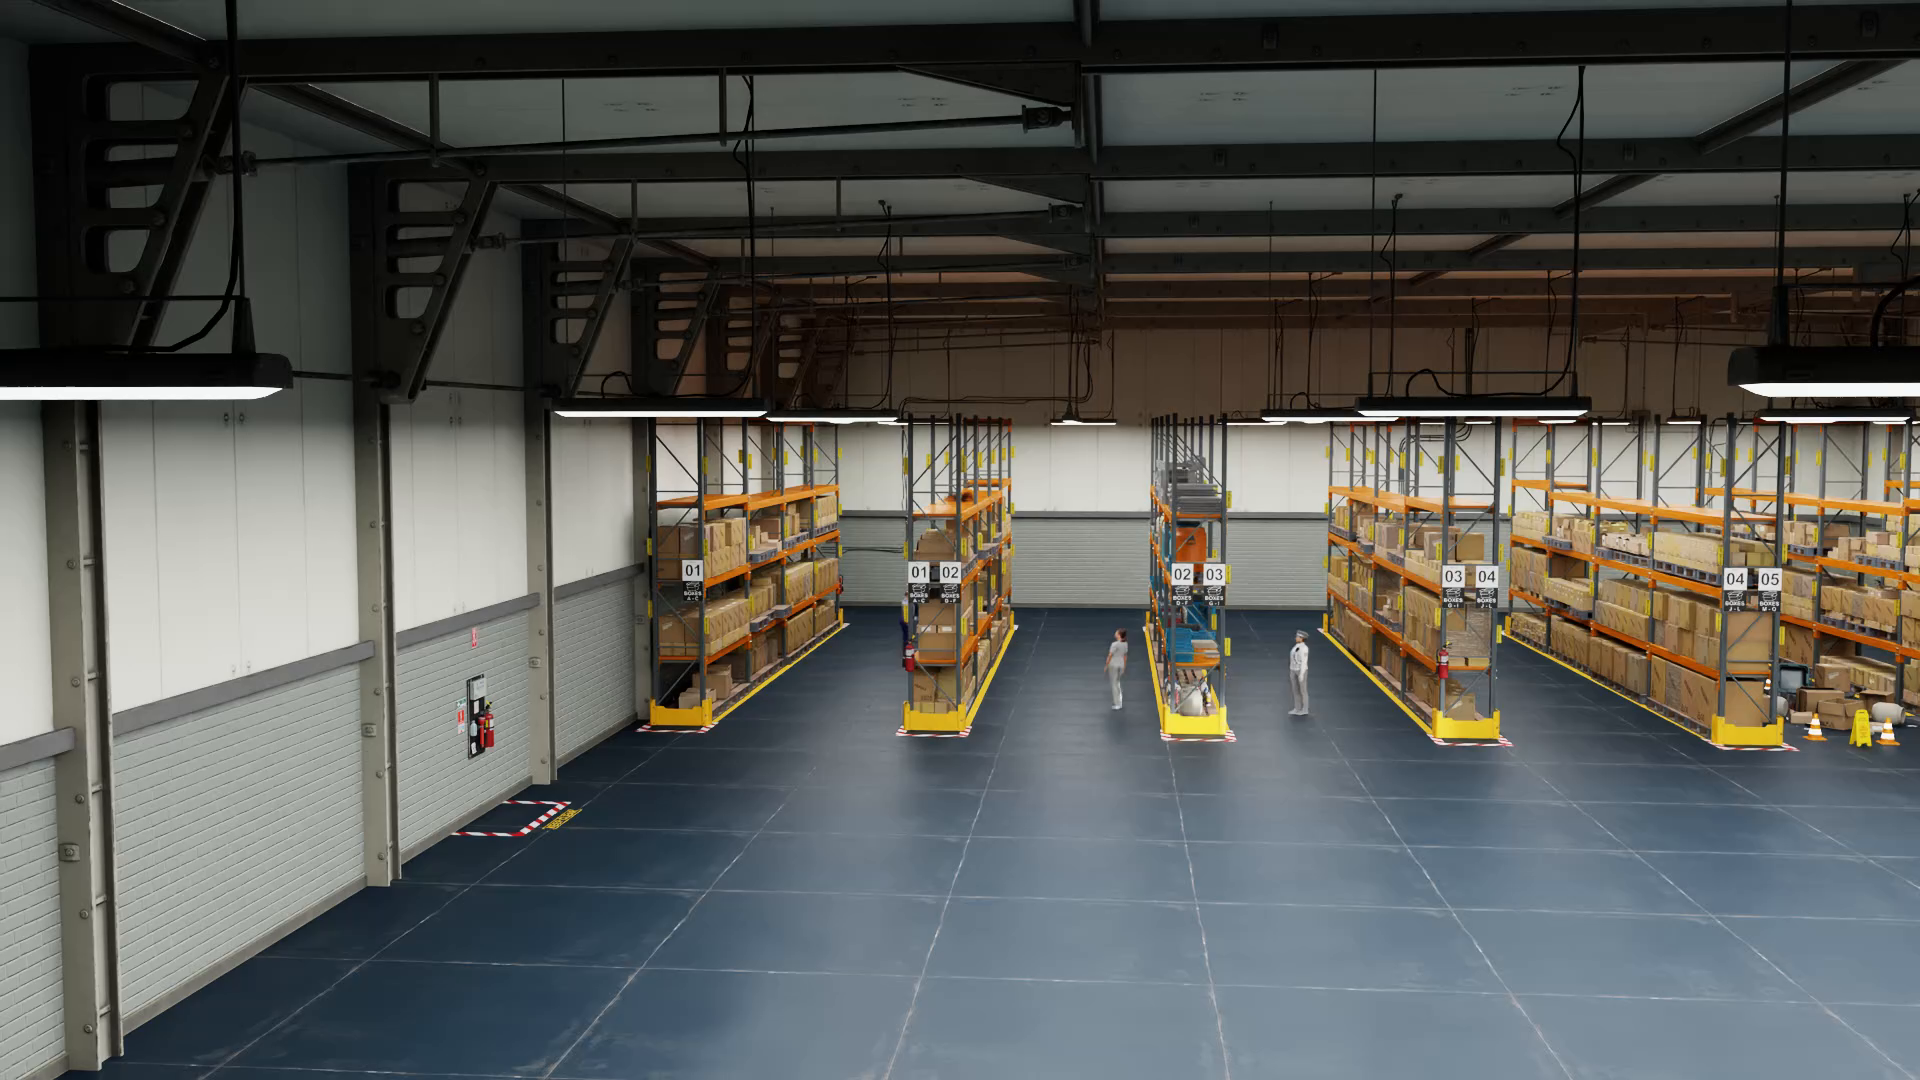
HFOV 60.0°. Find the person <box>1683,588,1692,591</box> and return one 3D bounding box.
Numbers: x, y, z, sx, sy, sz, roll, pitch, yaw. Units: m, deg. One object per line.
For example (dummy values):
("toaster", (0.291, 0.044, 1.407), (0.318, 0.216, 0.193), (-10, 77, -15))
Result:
("person", (21.202, 1.635, 48.148), (0.901, 1.687, 0.594), (-1, 4, -8))

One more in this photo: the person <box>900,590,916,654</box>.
("person", (-1.287, 2.083, 41.978), (0.421, 1.649, 0.566), (1, 4, 17))

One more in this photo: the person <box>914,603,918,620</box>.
("person", (-1.237, 1.650, 48.878), (0.438, 1.545, 0.972), (0, 4, -4))

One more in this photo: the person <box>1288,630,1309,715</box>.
("person", (6.779, 2.642, 33.225), (0.401, 1.701, 0.505), (-2, 4, -30))

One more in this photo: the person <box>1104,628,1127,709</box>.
("person", (3.151, 2.612, 33.814), (0.497, 1.670, 0.491), (-2, 4, -31))
